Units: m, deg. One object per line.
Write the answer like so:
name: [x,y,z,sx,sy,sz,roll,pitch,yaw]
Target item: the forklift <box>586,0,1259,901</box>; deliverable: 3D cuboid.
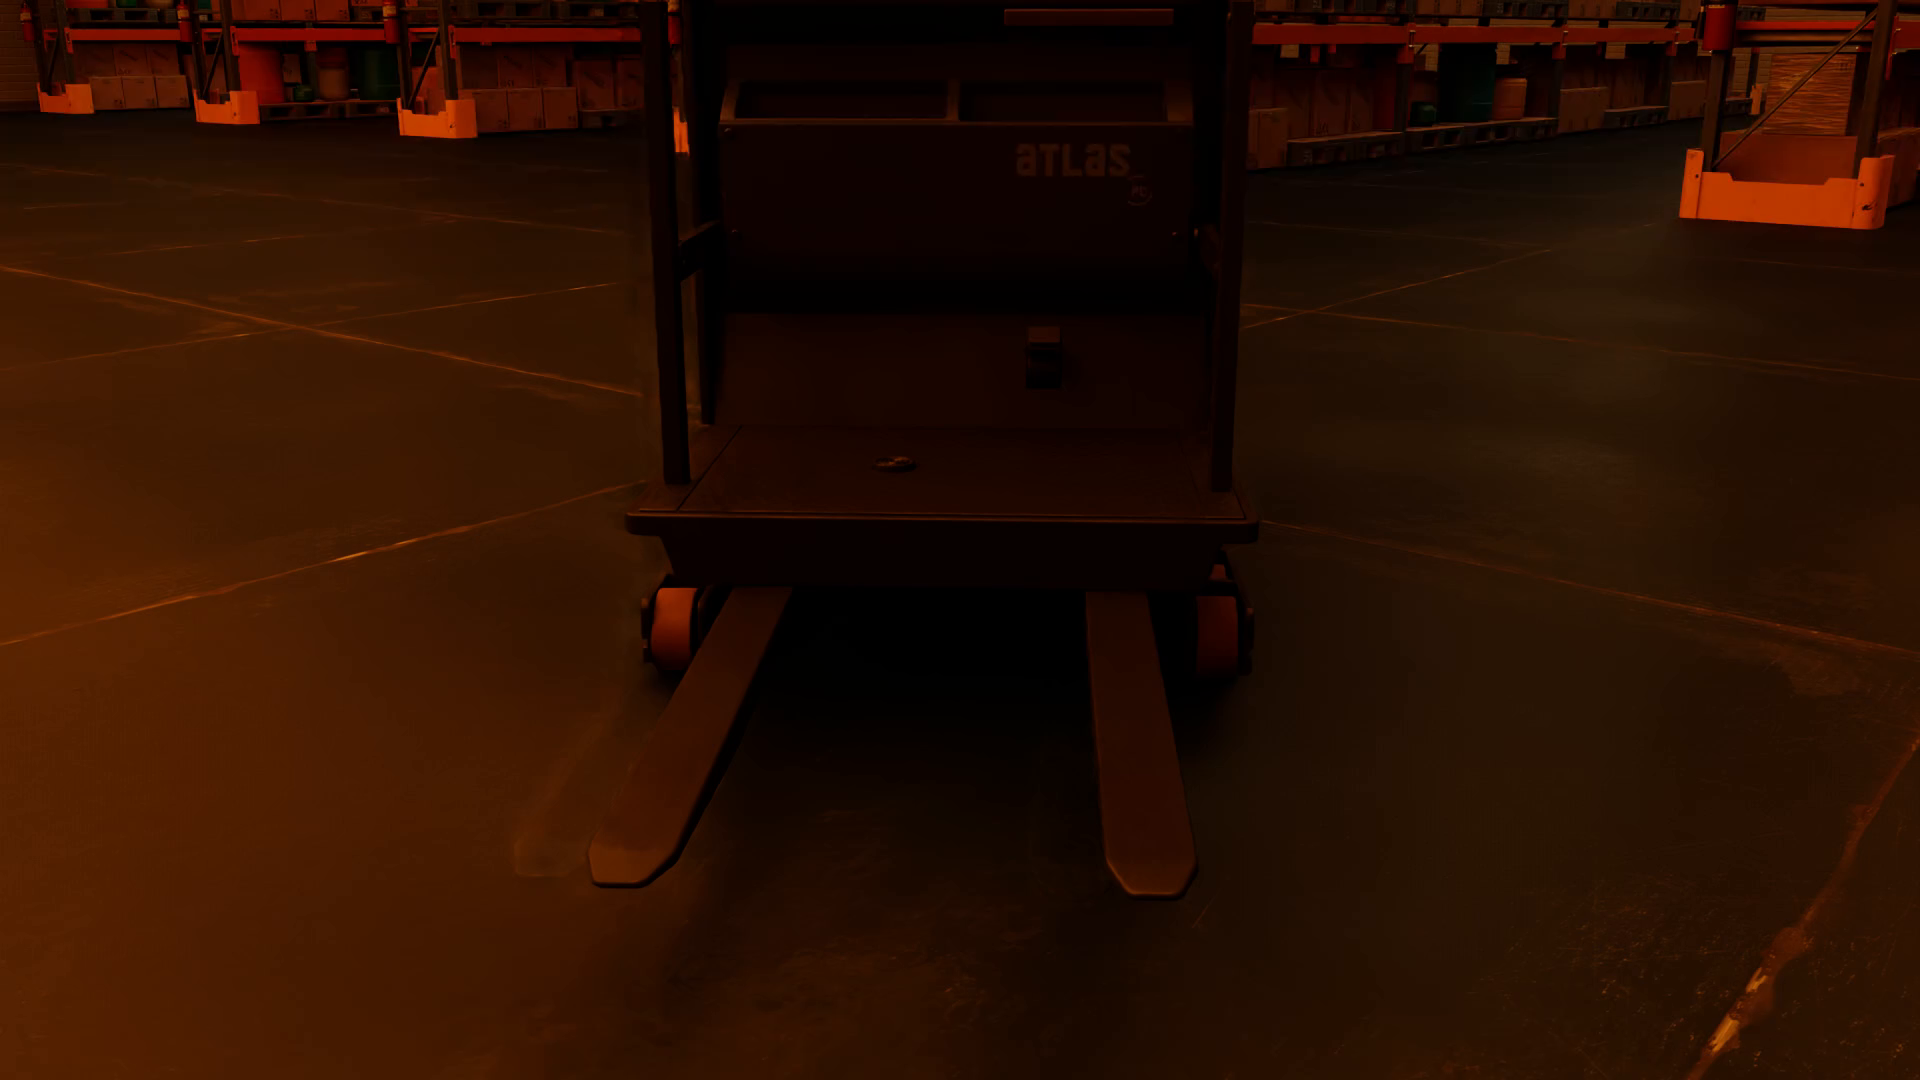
forklift: [-0.014,-1.234,2.962,1.130,2.935,3.031,1,17,3]
